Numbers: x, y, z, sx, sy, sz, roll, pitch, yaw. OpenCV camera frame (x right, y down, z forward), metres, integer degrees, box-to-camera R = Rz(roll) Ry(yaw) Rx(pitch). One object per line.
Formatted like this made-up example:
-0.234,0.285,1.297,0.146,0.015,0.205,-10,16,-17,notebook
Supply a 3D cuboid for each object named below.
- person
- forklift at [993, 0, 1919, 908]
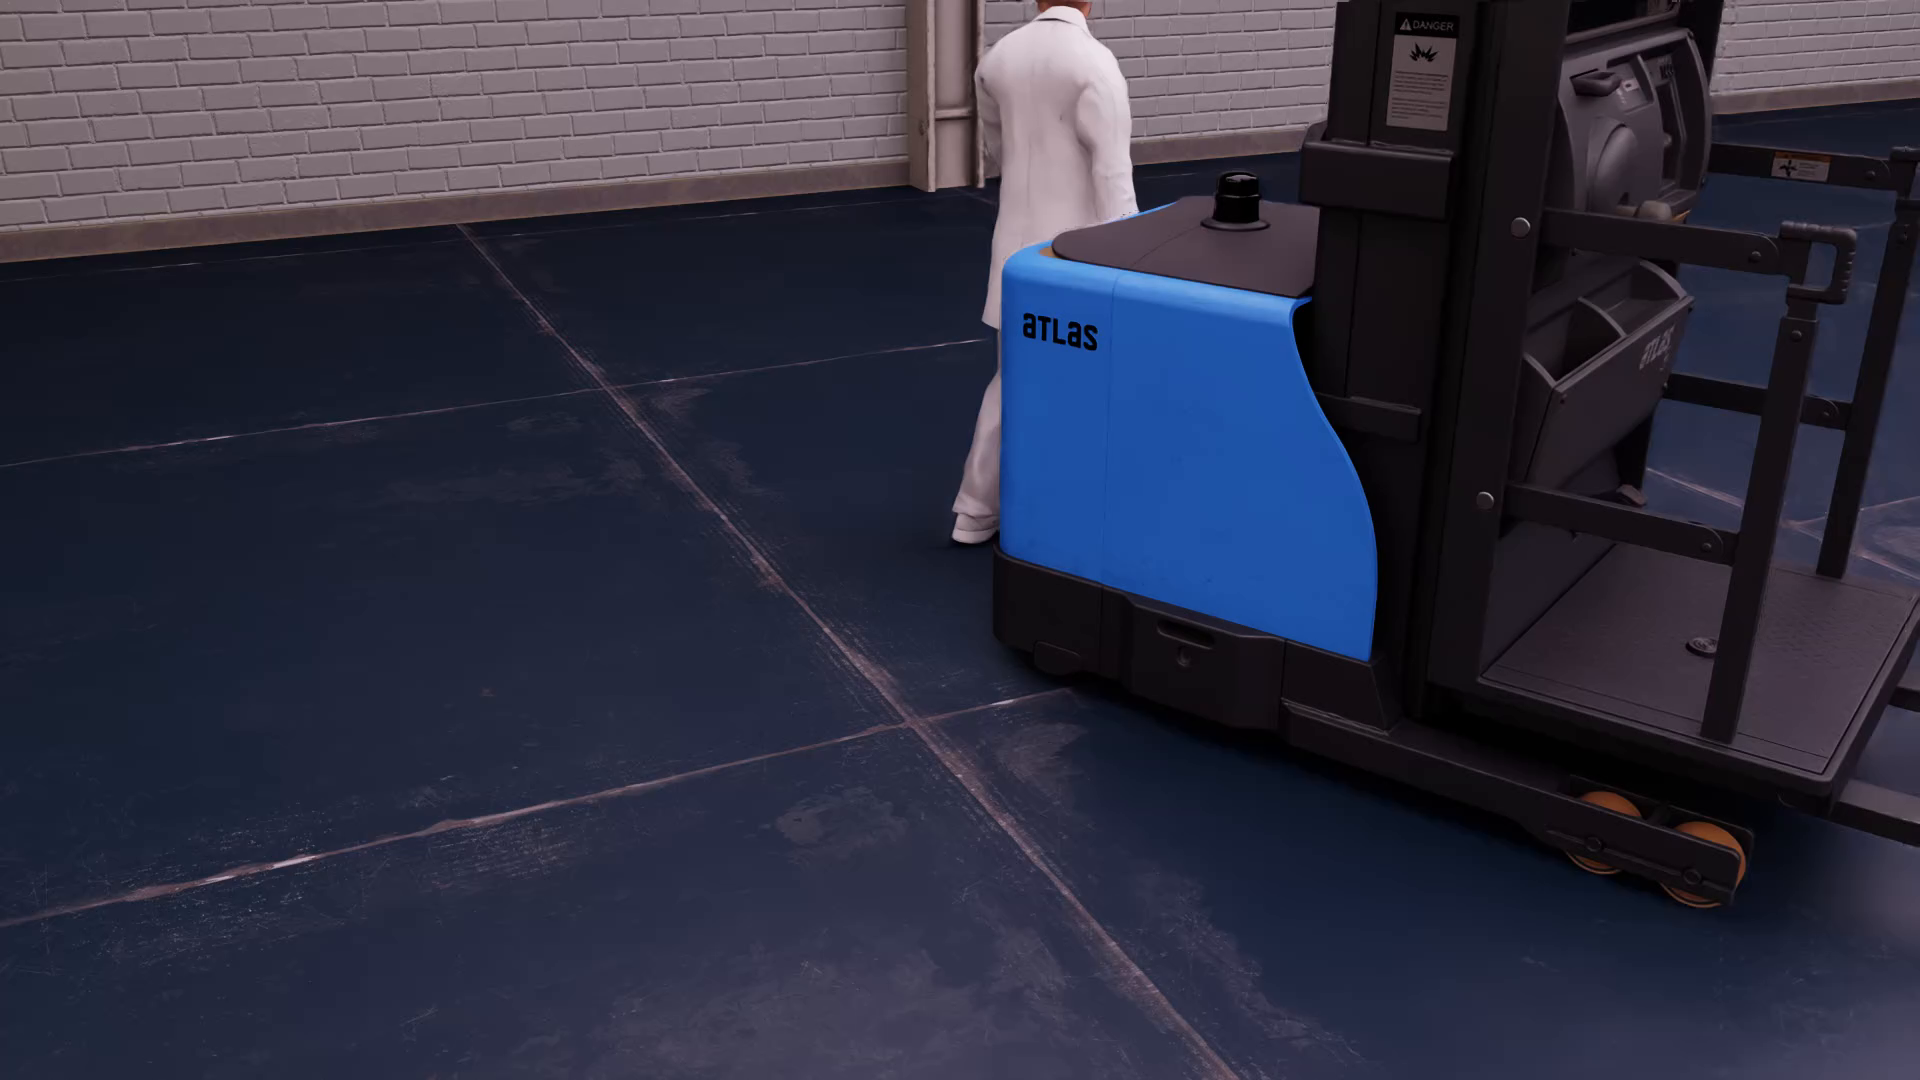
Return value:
0.378,-0.877,4.958,0.919,1.741,0.783,-19,29,-38,person
1.565,-0.848,3.327,3.031,2.935,1.130,16,28,34,forklift
